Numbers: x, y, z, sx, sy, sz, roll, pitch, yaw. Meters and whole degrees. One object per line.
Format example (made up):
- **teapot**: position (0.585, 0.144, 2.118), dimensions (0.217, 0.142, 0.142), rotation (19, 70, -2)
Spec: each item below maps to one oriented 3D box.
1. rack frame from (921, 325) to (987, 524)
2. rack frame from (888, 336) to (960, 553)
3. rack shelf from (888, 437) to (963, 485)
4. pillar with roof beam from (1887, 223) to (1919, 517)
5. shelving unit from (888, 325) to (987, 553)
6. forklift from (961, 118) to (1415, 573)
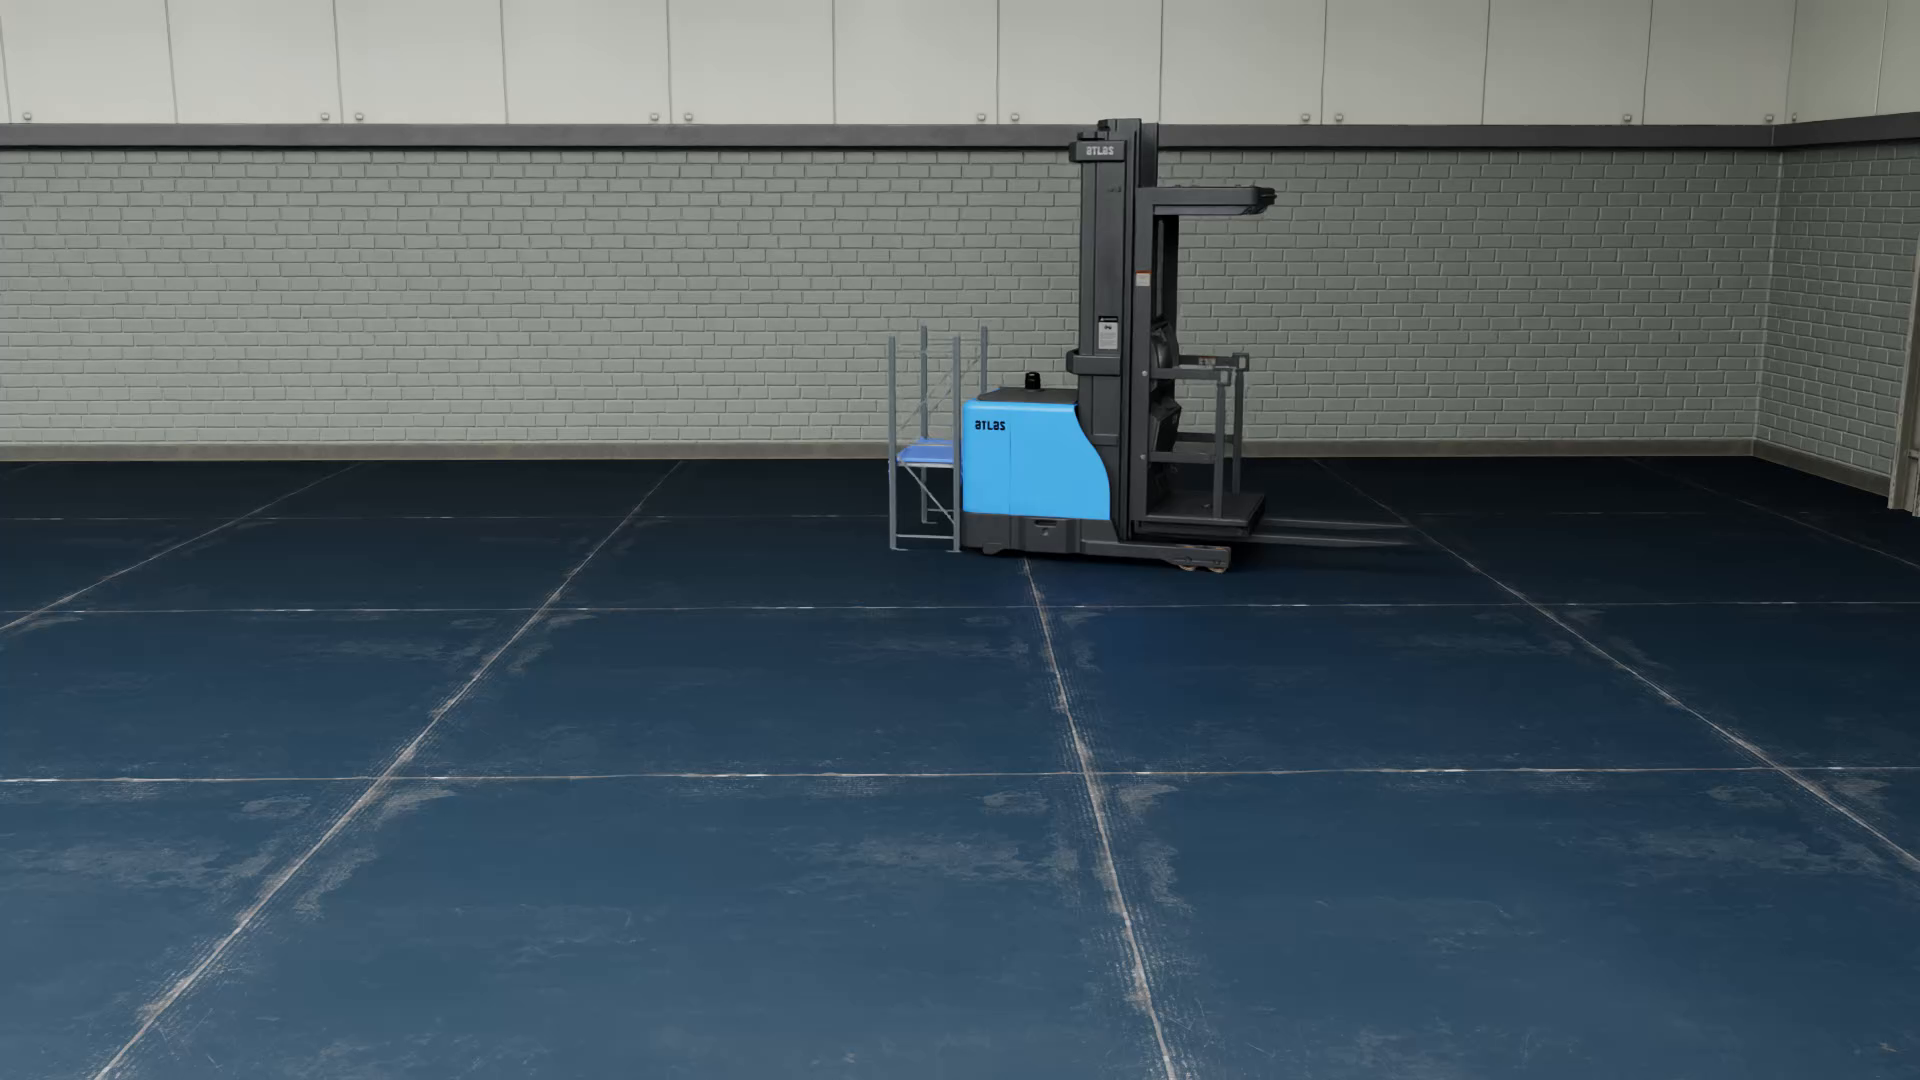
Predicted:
- **rack frame**: position (-0.046, -0.857, 12.509), dimensions (0.500, 1.500, 0.032), rotation (2, 12, 11)
- **rack frame**: position (-0.245, -0.658, 11.532), dimensions (0.500, 1.500, 0.032), rotation (2, 12, 11)
- **rack shelf**: position (-0.146, -0.581, 12.056), dimensions (0.538, 0.185, 1.000), rotation (2, 12, 11)
- **pillar with roof beam**: position (3.294, -4.615, 12.172), dimensions (9.100, 9.000, 0.400), rotation (0, 11, -1)
- **shelving unit**: position (-0.146, -0.757, 12.020), dimensions (0.538, 1.500, 1.048), rotation (2, 12, 11)
- **forklift**: position (1.581, -1.339, 11.286), dimensions (3.031, 2.935, 1.130), rotation (3, 12, 16)
